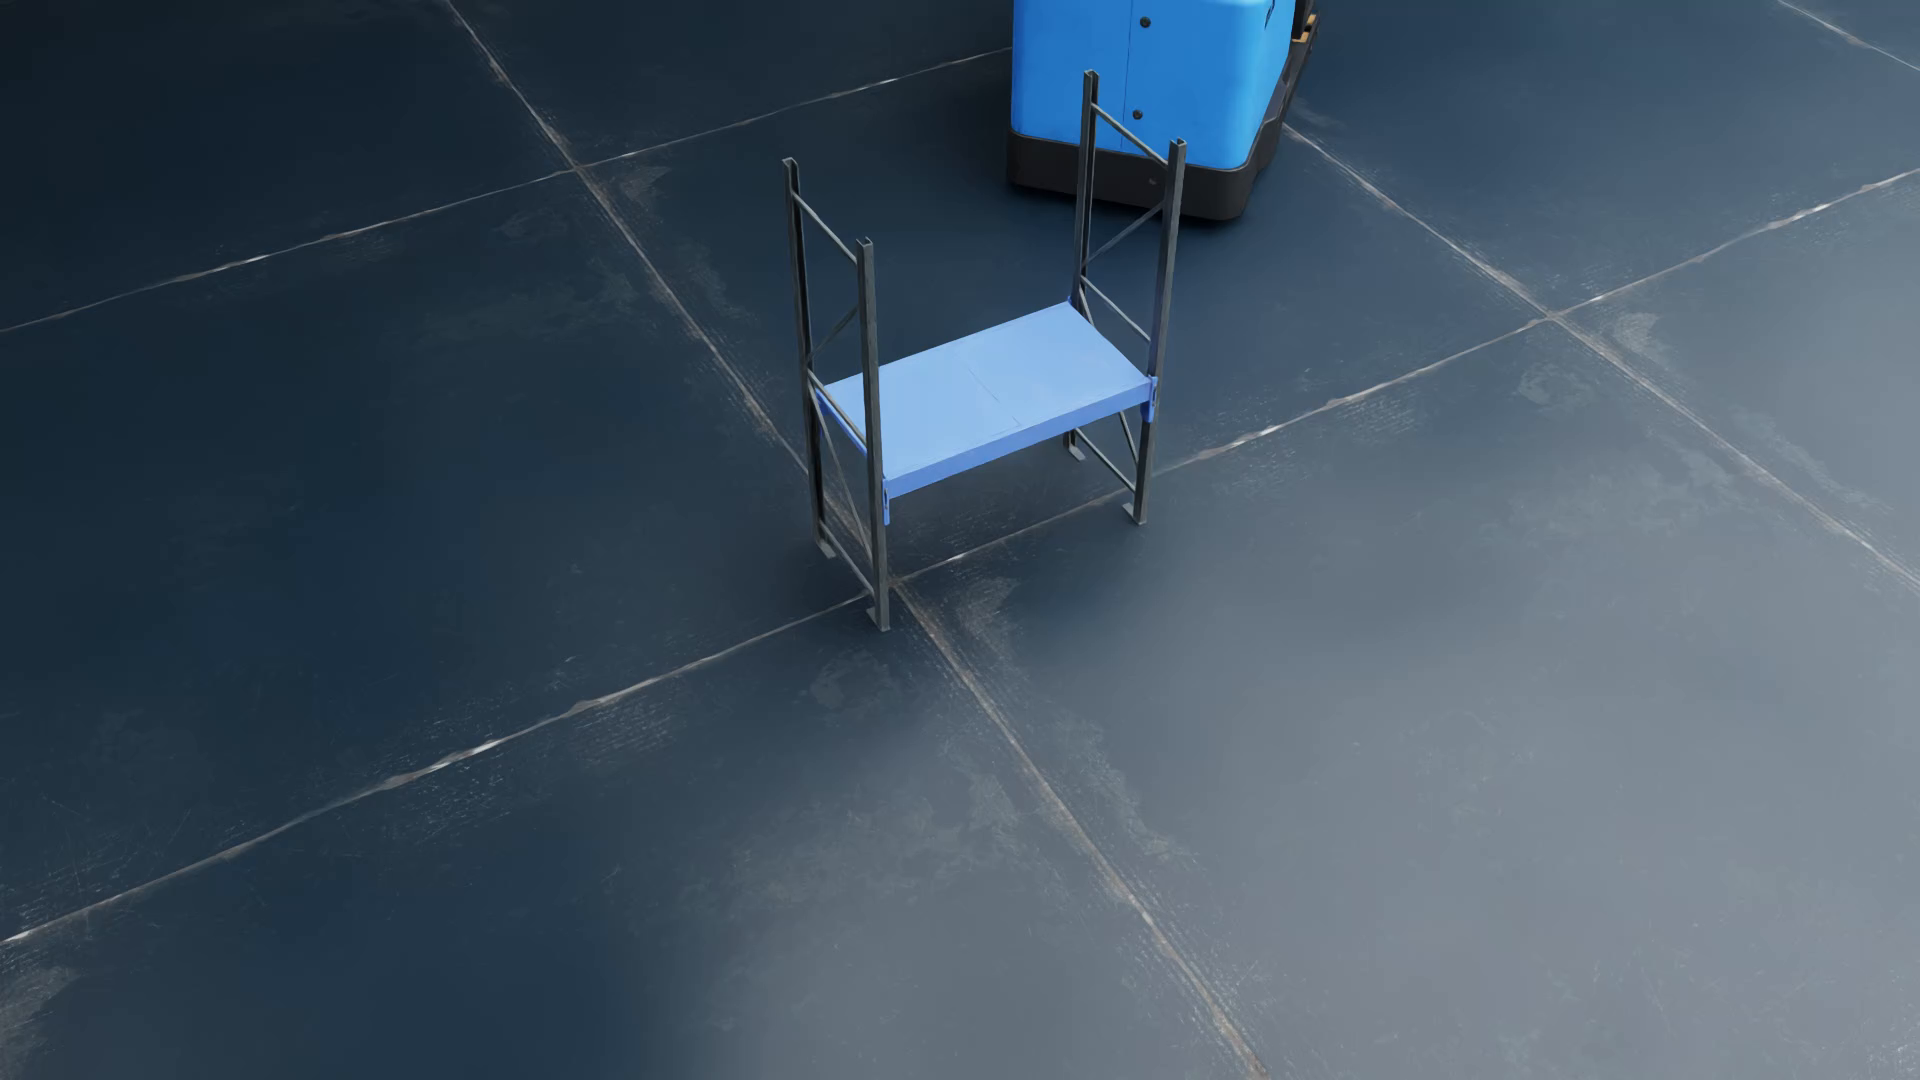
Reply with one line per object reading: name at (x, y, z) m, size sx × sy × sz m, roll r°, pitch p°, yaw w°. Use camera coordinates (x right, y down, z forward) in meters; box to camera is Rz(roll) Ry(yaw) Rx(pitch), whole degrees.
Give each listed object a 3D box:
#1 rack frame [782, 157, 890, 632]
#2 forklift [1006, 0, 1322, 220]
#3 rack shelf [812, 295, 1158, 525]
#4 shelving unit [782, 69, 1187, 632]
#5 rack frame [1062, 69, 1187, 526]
rack frame at (-0.367, -0.391, 5.076) m, size 0.032 × 1.500 × 0.500 m, roll -22°, pitch 48°, yaw -21°
forklift at (1.154, -3.449, 7.200) m, size 1.130 × 2.935 × 3.031 m, roll 13°, pitch 46°, yaw 13°
rack shelf at (0.074, -0.439, 5.383) m, size 1.000 × 0.185 × 0.538 m, roll -22°, pitch 48°, yaw -21°
shelving unit at (0.074, -0.568, 5.258) m, size 1.048 × 1.500 × 0.538 m, roll -22°, pitch 48°, yaw -21°
rack frame at (0.515, -0.744, 5.440) m, size 0.032 × 1.500 × 0.500 m, roll -22°, pitch 48°, yaw -21°
